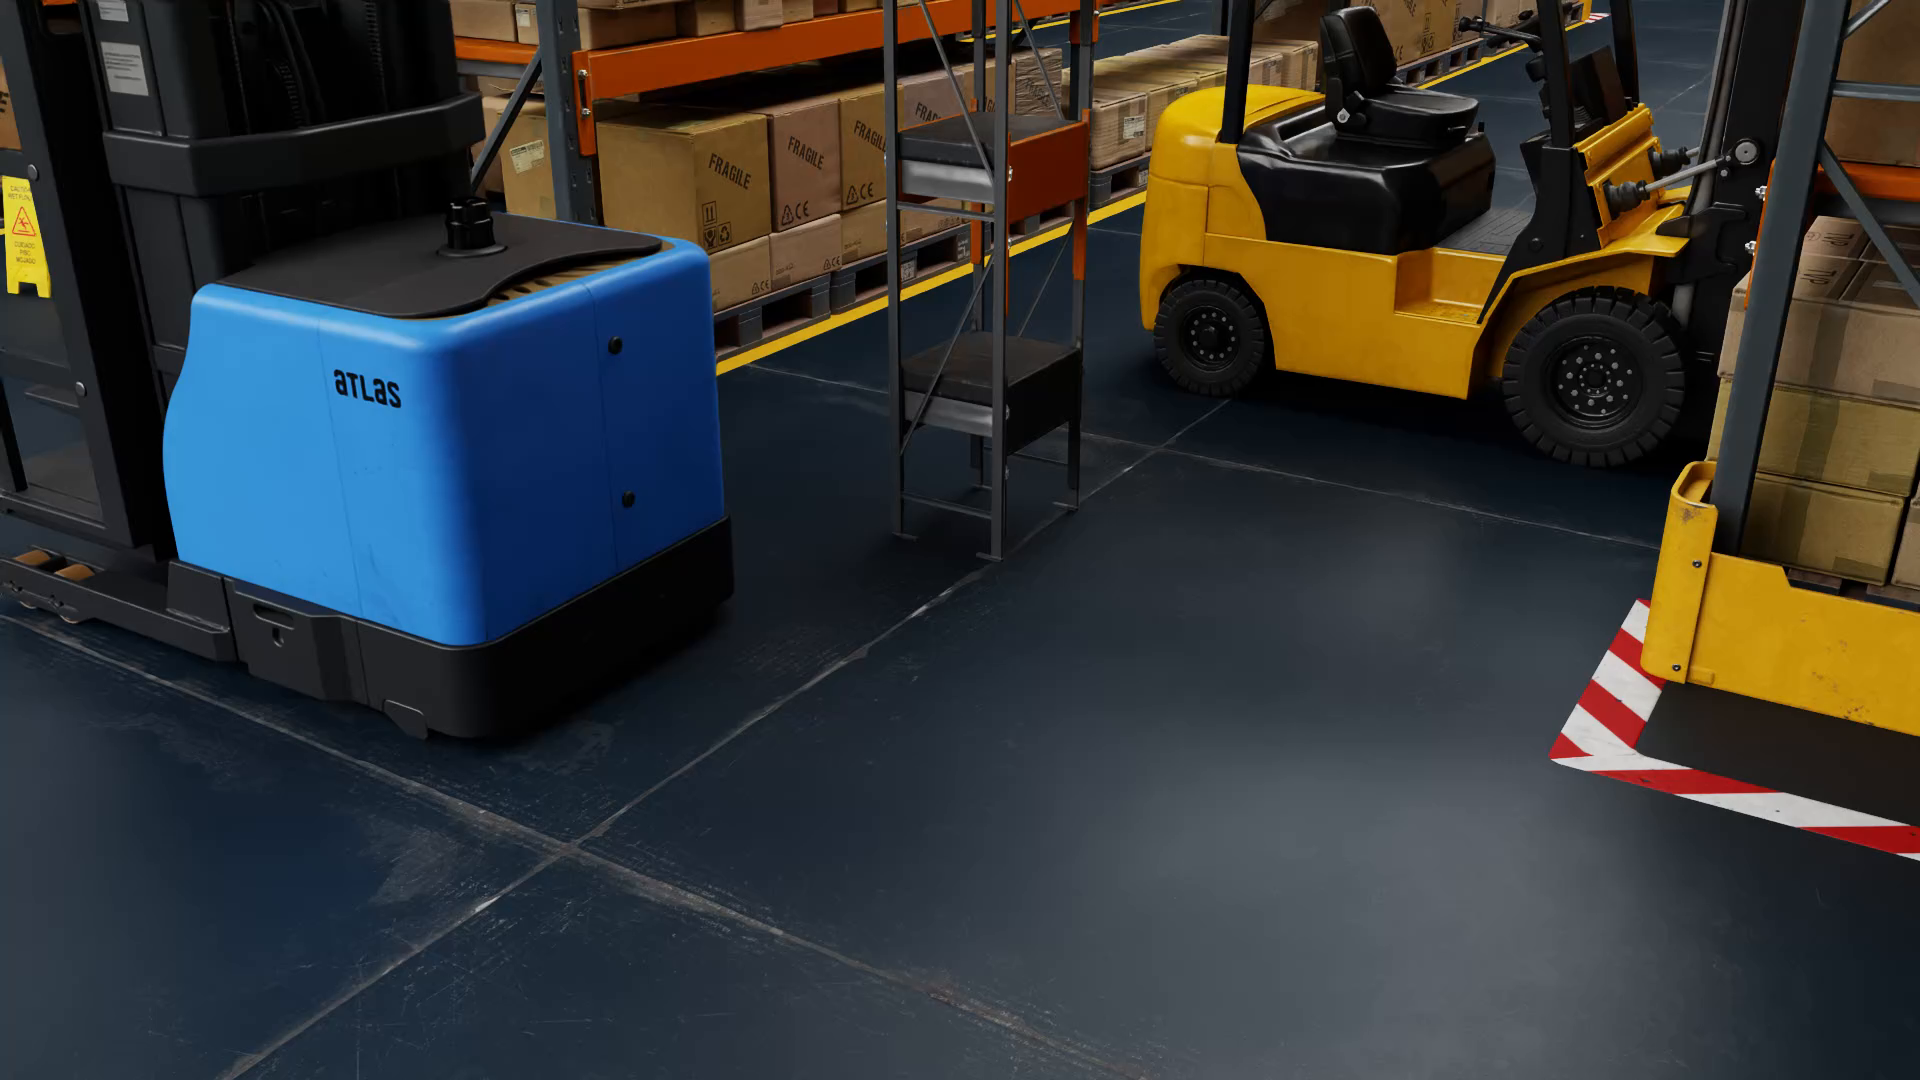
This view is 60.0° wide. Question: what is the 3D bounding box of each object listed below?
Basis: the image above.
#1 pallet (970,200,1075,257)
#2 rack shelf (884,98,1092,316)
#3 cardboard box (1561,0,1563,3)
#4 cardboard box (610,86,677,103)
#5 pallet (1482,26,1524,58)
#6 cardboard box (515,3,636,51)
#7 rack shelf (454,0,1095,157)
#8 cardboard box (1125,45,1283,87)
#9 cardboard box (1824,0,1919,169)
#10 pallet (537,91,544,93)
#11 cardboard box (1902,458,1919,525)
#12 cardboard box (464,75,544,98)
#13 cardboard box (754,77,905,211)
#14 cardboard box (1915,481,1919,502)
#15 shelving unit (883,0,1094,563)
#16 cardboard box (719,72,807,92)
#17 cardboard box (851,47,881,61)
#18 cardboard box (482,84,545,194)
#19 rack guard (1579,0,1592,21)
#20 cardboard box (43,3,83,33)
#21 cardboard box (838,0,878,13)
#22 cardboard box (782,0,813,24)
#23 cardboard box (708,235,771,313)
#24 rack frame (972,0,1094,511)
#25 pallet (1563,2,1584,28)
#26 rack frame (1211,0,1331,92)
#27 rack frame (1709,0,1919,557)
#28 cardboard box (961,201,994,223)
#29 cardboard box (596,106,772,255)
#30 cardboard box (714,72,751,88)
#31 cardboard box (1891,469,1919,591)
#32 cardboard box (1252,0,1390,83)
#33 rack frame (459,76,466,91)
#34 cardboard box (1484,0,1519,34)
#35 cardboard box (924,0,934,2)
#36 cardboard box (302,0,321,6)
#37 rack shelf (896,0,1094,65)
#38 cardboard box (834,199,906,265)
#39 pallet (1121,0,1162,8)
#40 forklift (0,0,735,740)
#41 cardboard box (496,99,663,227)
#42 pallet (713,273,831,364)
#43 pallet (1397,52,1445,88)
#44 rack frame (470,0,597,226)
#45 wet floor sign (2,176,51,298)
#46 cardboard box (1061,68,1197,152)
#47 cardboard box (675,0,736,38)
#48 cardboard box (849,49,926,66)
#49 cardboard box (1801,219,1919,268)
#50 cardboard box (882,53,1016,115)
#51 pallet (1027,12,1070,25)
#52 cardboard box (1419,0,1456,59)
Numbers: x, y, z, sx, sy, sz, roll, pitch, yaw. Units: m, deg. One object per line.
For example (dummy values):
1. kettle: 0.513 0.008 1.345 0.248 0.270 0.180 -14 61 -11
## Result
1. pallet: -0.031 -1.844 9.243 1.003 0.211 1.213 14 27 29
2. rack shelf: 0.087 -1.007 4.967 0.431 0.518 0.480 14 27 29
3. cardboard box: 5.885 -5.870 17.731 0.875 0.438 0.875 15 27 30
4. cardboard box: -1.479 -2.043 7.366 0.380 0.149 0.250 15 27 30
5. pallet: 4.981 -5.018 16.576 1.003 0.211 1.213 14 27 29
6. cardboard box: -1.461 -1.963 6.326 0.380 0.149 0.250 14 27 29
7. rack shelf: -0.762 -2.352 7.814 1.077 0.370 4.000 14 27 29
8. cardboard box: 1.715 -3.255 11.772 0.950 0.372 0.625 13 27 28
9. cardboard box: 2.439 -1.235 4.202 0.500 0.500 0.500 13 27 28
10. pallet: -3.622 -3.357 12.739 1.003 0.211 1.213 14 27 29
11. cardboard box: 2.652 -0.290 5.077 0.500 0.250 0.500 14 27 29
12. cardboard box: -3.714 -3.749 12.438 1.050 0.750 0.750 14 27 29
13. cardboard box: -0.600 -1.850 7.736 0.500 0.500 0.500 14 27 30
14. cardboard box: 2.827 -0.244 4.341 0.500 0.250 0.500 14 27 30
15. shelving unit: 0.087 -1.019 4.962 0.431 2.100 0.503 14 27 29
16. cardboard box: -1.071 -1.953 7.975 0.500 0.500 0.500 13 27 28
17. cardboard box: -0.634 -2.584 8.616 0.380 0.149 0.250 15 28 31
18. cardboard box: -2.555 -2.365 9.908 0.797 0.637 0.503 14 27 29
19. rack guard: 6.636 -6.269 19.101 1.175 0.500 0.348 14 27 29
20. cardboard box: -5.311 -2.768 10.015 0.875 0.875 0.875 13 27 28
21. cardboard box: -0.598 -2.479 7.517 0.380 0.149 0.250 13 27 28
22. cardboard box: -0.851 -2.294 7.091 0.380 0.149 0.250 15 27 30
23. cardboard box: -1.156 -1.153 7.069 0.500 0.250 0.500 14 27 29
24. rack frame: 0.216 -1.102 5.152 0.400 2.100 0.015 14 27 29
25. pallet: 6.268 -5.842 18.478 1.003 0.211 1.213 14 27 29
26. rack frame: 2.403 -4.707 12.348 1.000 3.000 0.127 14 27 29
27. rack frame: 2.402 -0.968 3.711 1.000 3.000 0.127 14 27 29
28. cardboard box: -0.062 -1.851 8.682 0.500 0.250 0.500 13 27 28
29. cardboard box: -1.144 -1.505 6.939 0.500 0.500 0.500 13 27 27
30. cardboard box: -1.203 -2.216 7.765 0.380 0.149 0.250 15 28 31
31. cardboard box: 2.828 -0.024 4.463 0.500 0.250 0.500 14 27 29
32. cardboard box: 2.838 -4.141 13.185 0.875 0.875 0.875 14 27 28
33. rack frame: -3.965 -4.361 11.547 1.000 3.000 0.127 14 27 29
34. cardboard box: 4.936 -5.264 16.330 0.875 0.438 0.875 13 27 28
35. cardboard box: -0.311 -2.646 7.903 0.380 0.149 0.250 13 27 28
36. cardboard box: -4.356 -3.381 11.430 0.875 0.875 0.875 14 27 30
37. rack shelf: 0.087 -1.649 4.689 0.431 0.518 0.480 14 27 29
38. cardboard box: -0.603 -1.510 7.895 0.500 0.250 0.500 16 28 32
39. pallet: 1.866 -6.839 20.781 1.003 0.211 1.213 14 27 29
40. forklift: -2.173 -1.273 4.502 3.031 2.935 1.130 13 27 28
41. cardboard box: -1.615 -1.607 7.176 0.500 0.500 0.500 14 27 29
42. pallet: -1.318 -1.020 7.341 1.003 0.211 1.213 14 27 29
43. pallet: 3.528 -4.088 14.428 1.003 0.211 1.213 14 27 29
44. rack frame: -1.816 -2.007 6.111 1.000 3.000 0.127 14 27 29
45. wet floor sign: -4.408 -1.505 7.915 0.267 0.644 0.232 9 25 20
46. cardboard box: 0.944 -2.765 10.641 0.950 0.372 0.625 16 28 32
47. cardboard box: -1.131 -2.124 6.697 0.380 0.149 0.250 13 27 27
48. cardboard box: -0.520 -2.307 8.791 0.500 0.500 0.500 15 28 31
49. cardboard box: 2.645 -0.753 4.887 0.500 0.250 0.500 14 27 30
50. cardboard box: -0.057 -2.205 8.555 0.500 0.500 0.500 14 27 30
51. pallet: 0.579 -6.015 18.879 1.003 0.211 1.213 14 27 29
52. cardboard box: 3.784 -4.743 14.576 0.875 0.875 0.875 15 27 30
